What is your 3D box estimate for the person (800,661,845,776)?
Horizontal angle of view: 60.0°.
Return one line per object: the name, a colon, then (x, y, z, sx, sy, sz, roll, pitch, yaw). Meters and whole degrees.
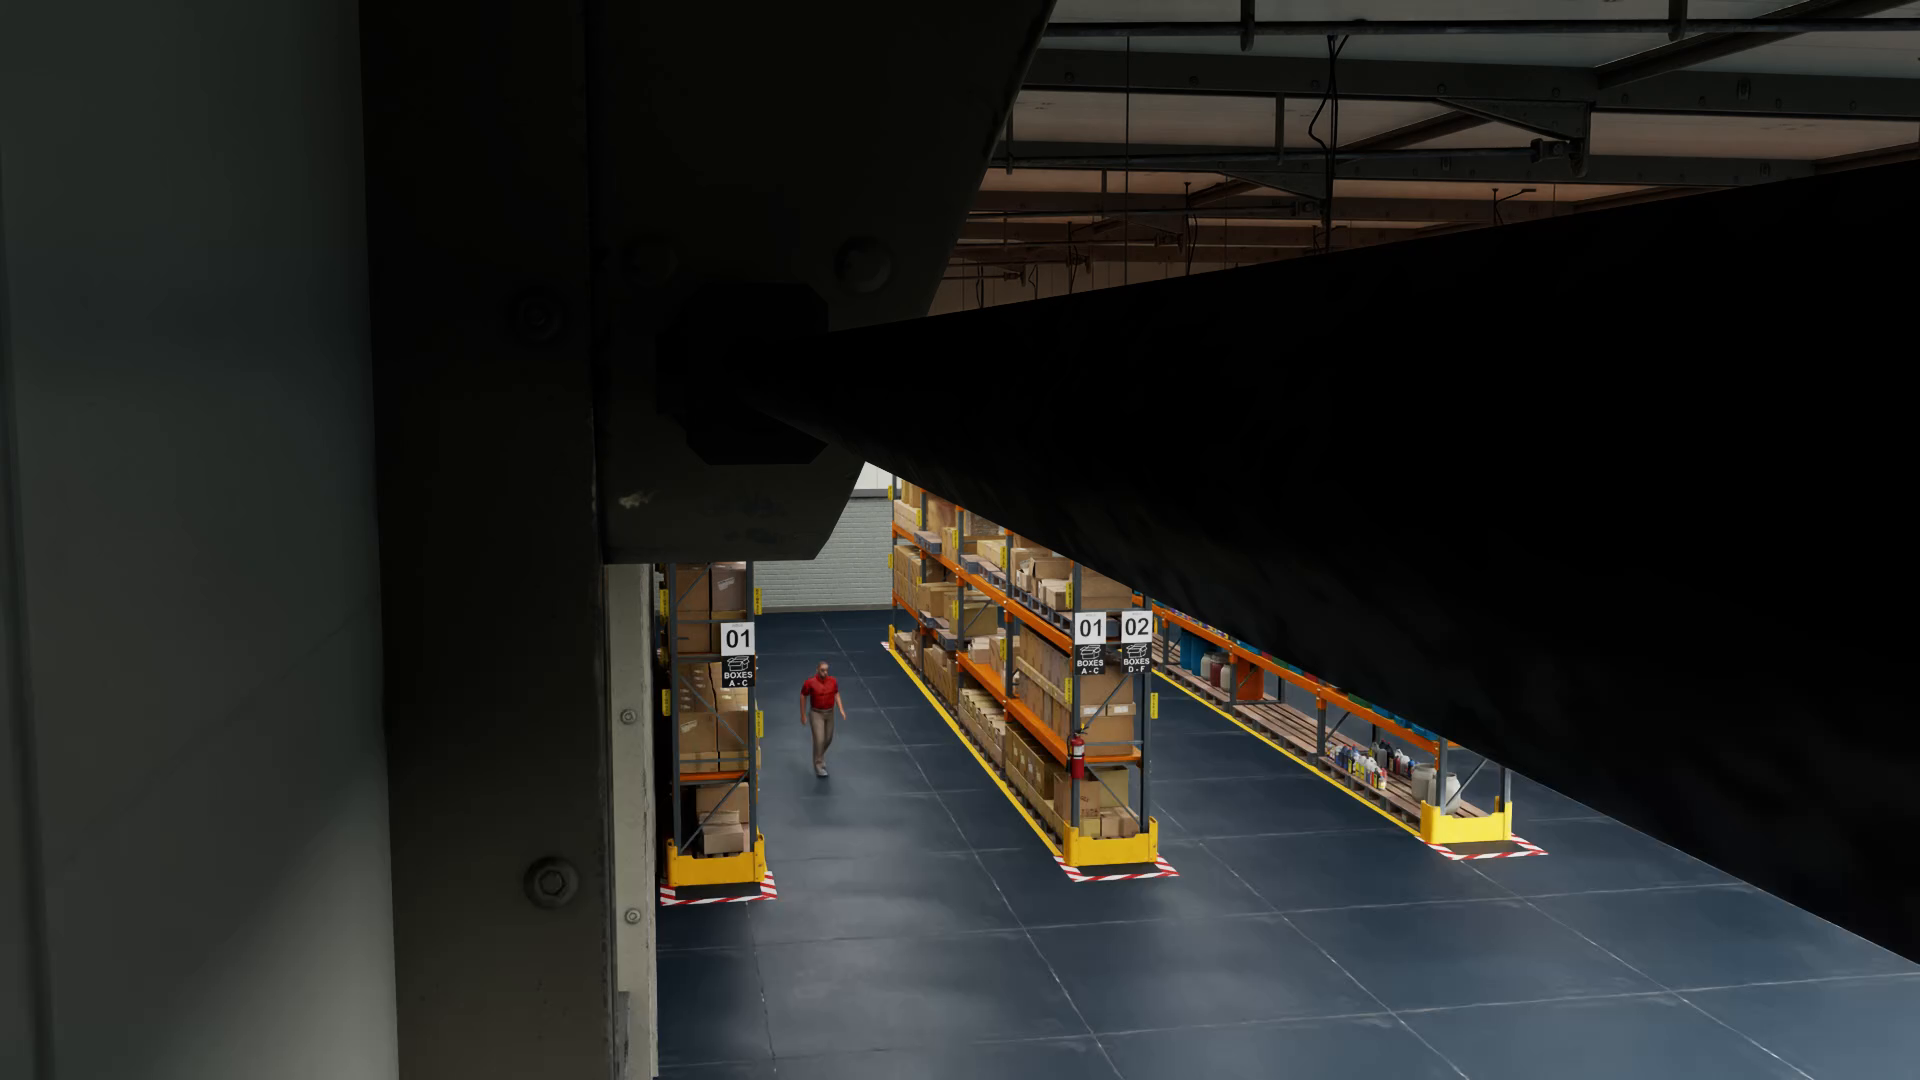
person: (-2.126, 2.711, 25.633, 0.602, 1.724, 0.782, -5, 8, -38)
